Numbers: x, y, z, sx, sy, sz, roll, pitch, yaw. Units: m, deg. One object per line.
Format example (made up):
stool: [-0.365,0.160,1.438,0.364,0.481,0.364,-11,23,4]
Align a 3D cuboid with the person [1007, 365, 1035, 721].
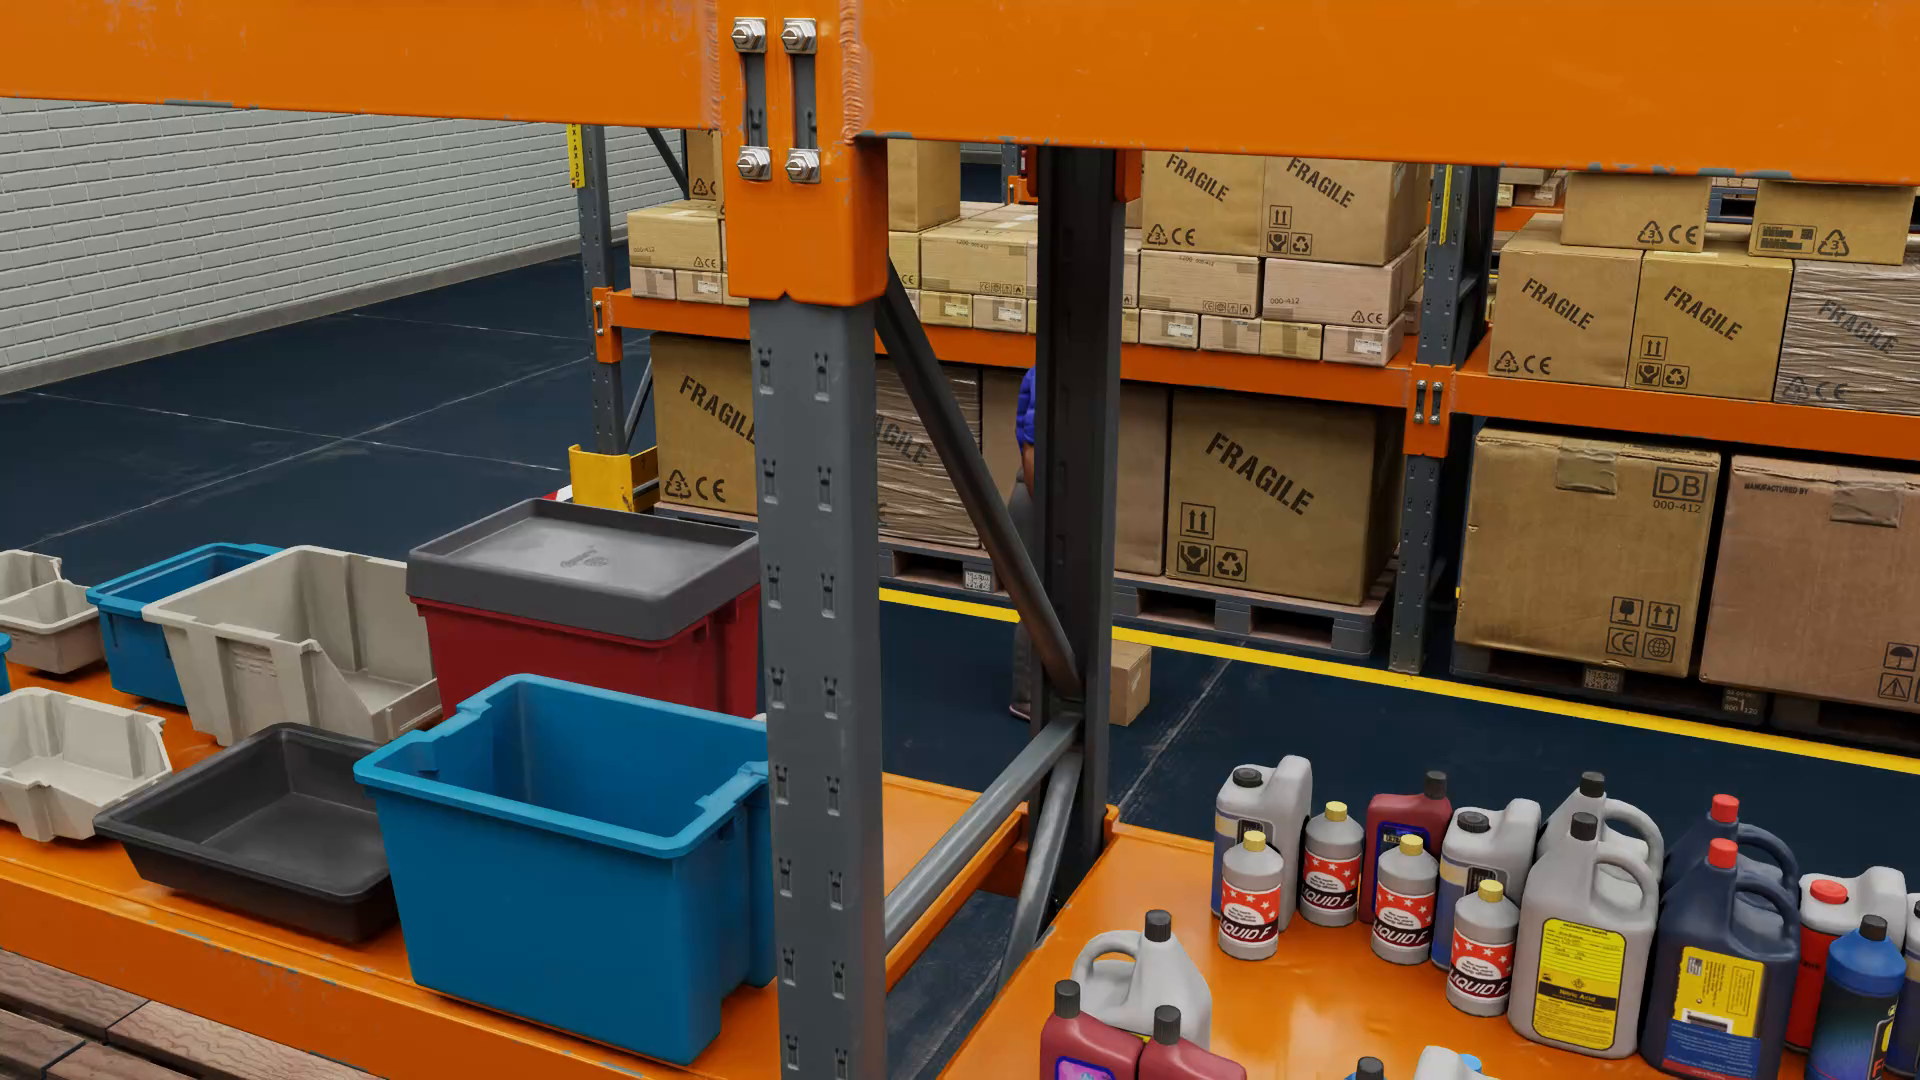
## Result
person: [0.374,-0.127,6.437,0.348,1.655,0.528,8,21,21]
